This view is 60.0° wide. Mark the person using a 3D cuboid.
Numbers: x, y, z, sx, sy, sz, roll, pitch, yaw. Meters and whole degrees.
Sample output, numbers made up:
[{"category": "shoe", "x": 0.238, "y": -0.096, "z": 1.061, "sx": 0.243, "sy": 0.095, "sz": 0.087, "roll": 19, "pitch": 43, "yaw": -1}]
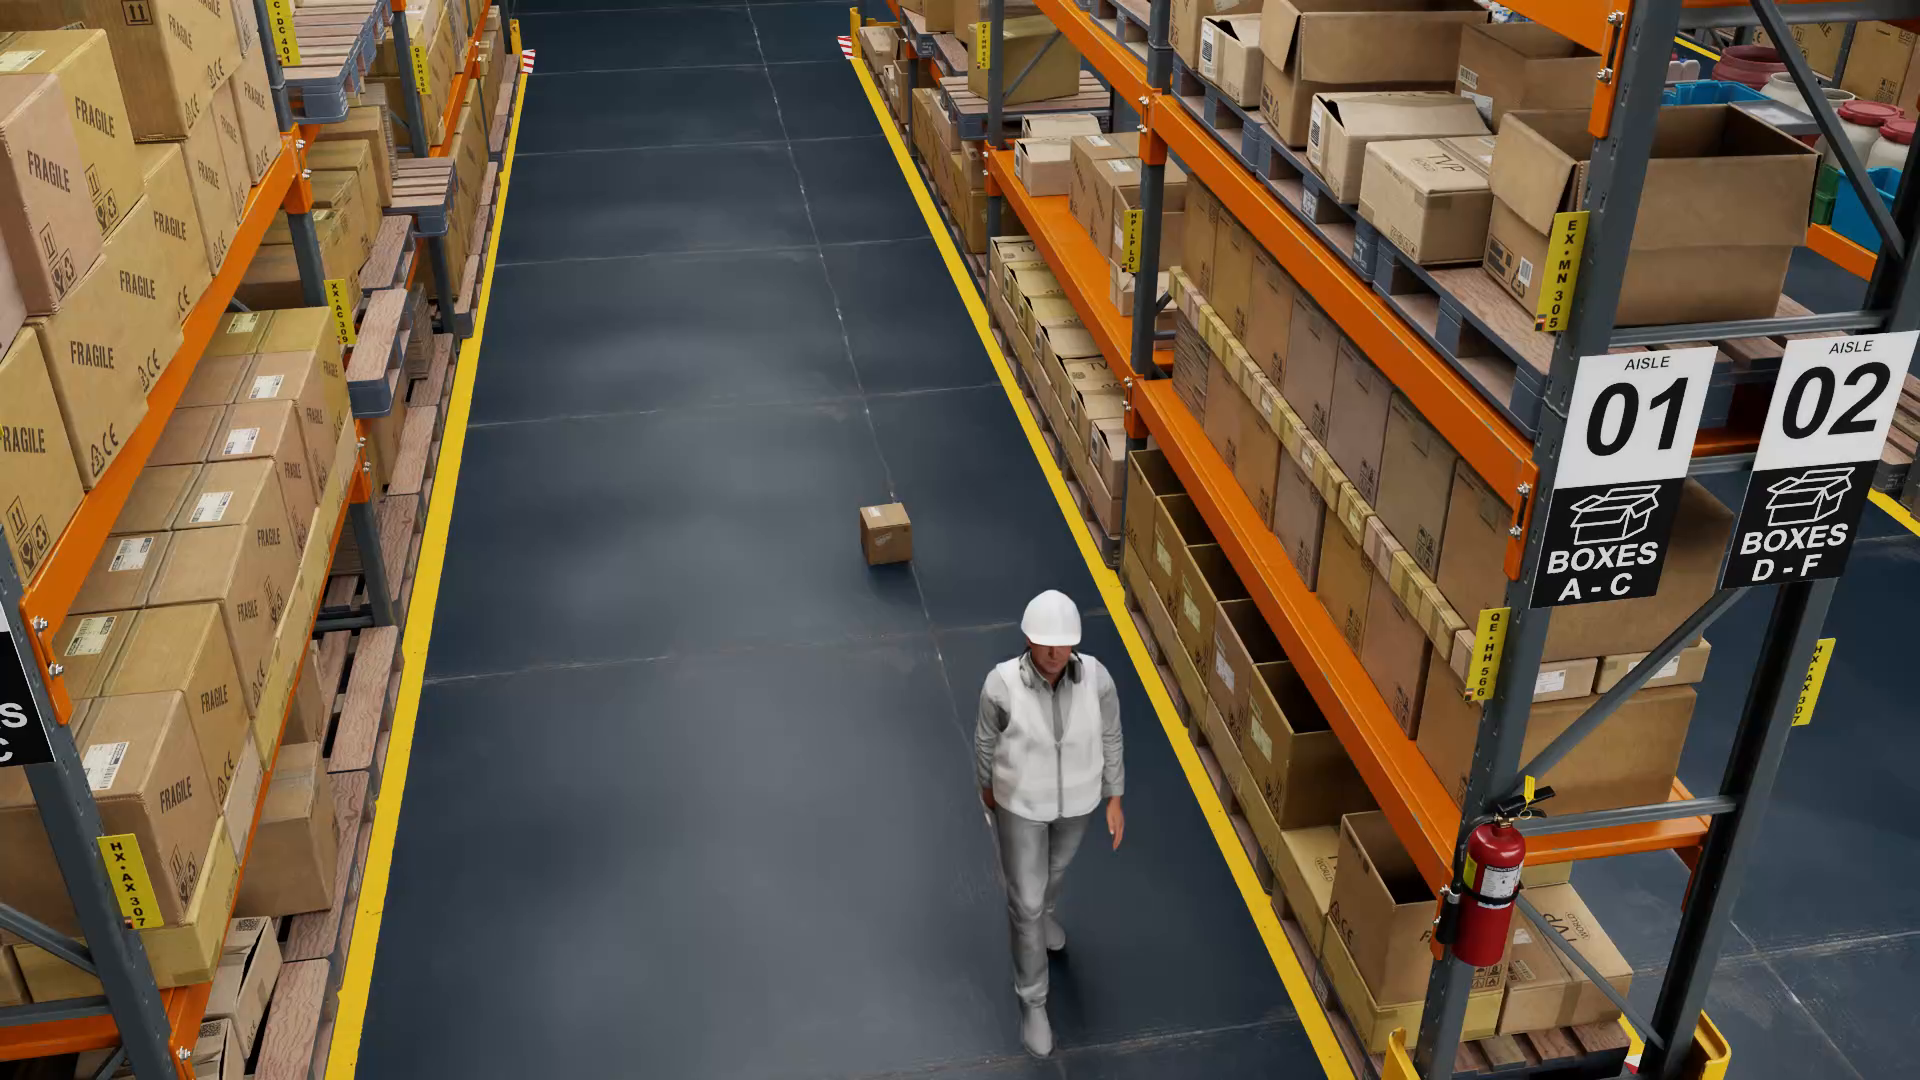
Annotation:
[{"category": "person", "x": 0.367, "y": 1.030, "z": 6.362, "sx": 0.549, "sy": 1.785, "sz": 0.811, "roll": -7, "pitch": 31, "yaw": -12}]
